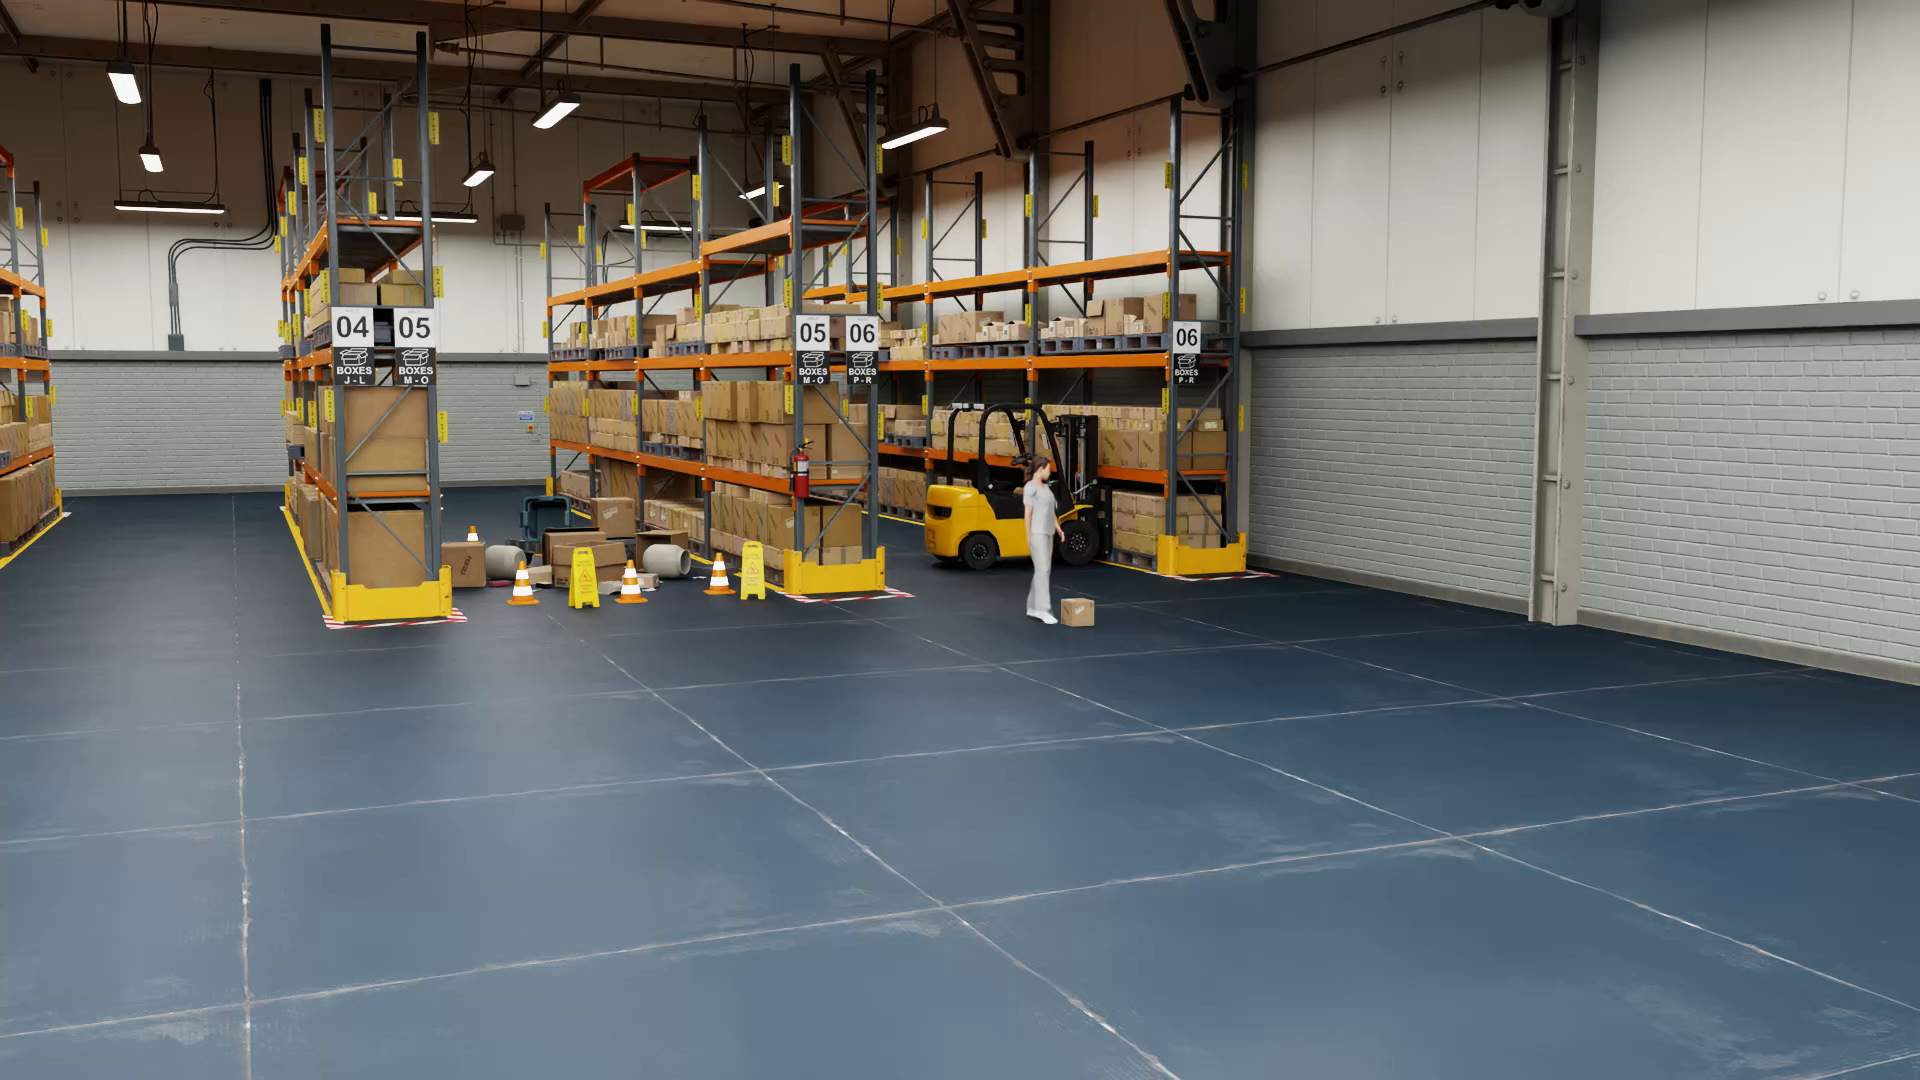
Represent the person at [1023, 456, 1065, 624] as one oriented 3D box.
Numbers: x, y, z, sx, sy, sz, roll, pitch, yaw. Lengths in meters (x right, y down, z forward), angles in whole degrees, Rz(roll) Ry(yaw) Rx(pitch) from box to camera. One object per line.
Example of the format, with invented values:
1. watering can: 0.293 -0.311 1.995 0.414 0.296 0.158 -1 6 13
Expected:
1. person: 0.873 -0.015 17.134 0.544 1.694 0.522 3 6 31
